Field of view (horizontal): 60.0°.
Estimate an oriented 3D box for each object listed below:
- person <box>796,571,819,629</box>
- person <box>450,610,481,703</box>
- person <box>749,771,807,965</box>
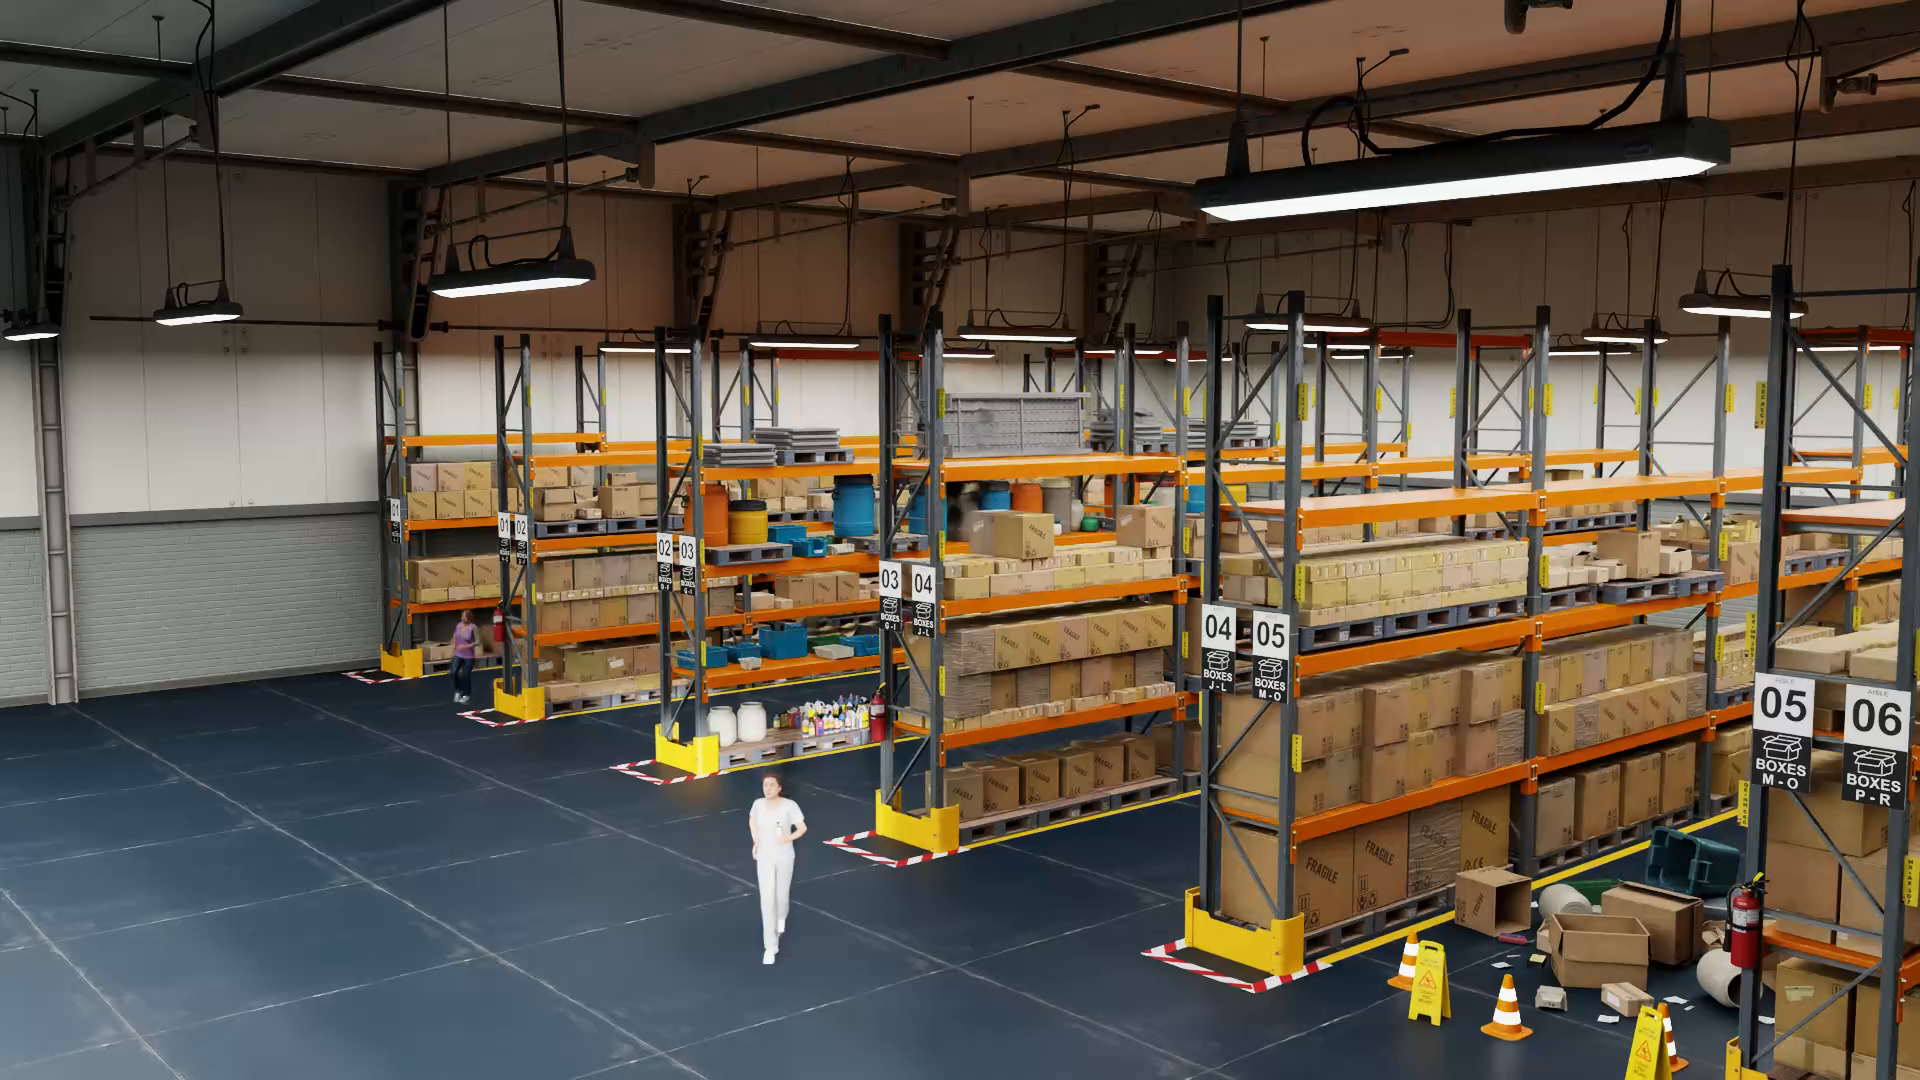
[{"bbox_3d":[-2.878,1.446,31.863,0.862,1.686,0.589,-5,7,-43],"label":"person"},{"bbox_3d":[-8.070,1.952,27.188,0.539,1.470,0.586,1,5,7],"label":"person"},{"bbox_3d":[-1.678,2.945,15.275,0.557,1.681,0.892,0,5,2],"label":"person"}]
